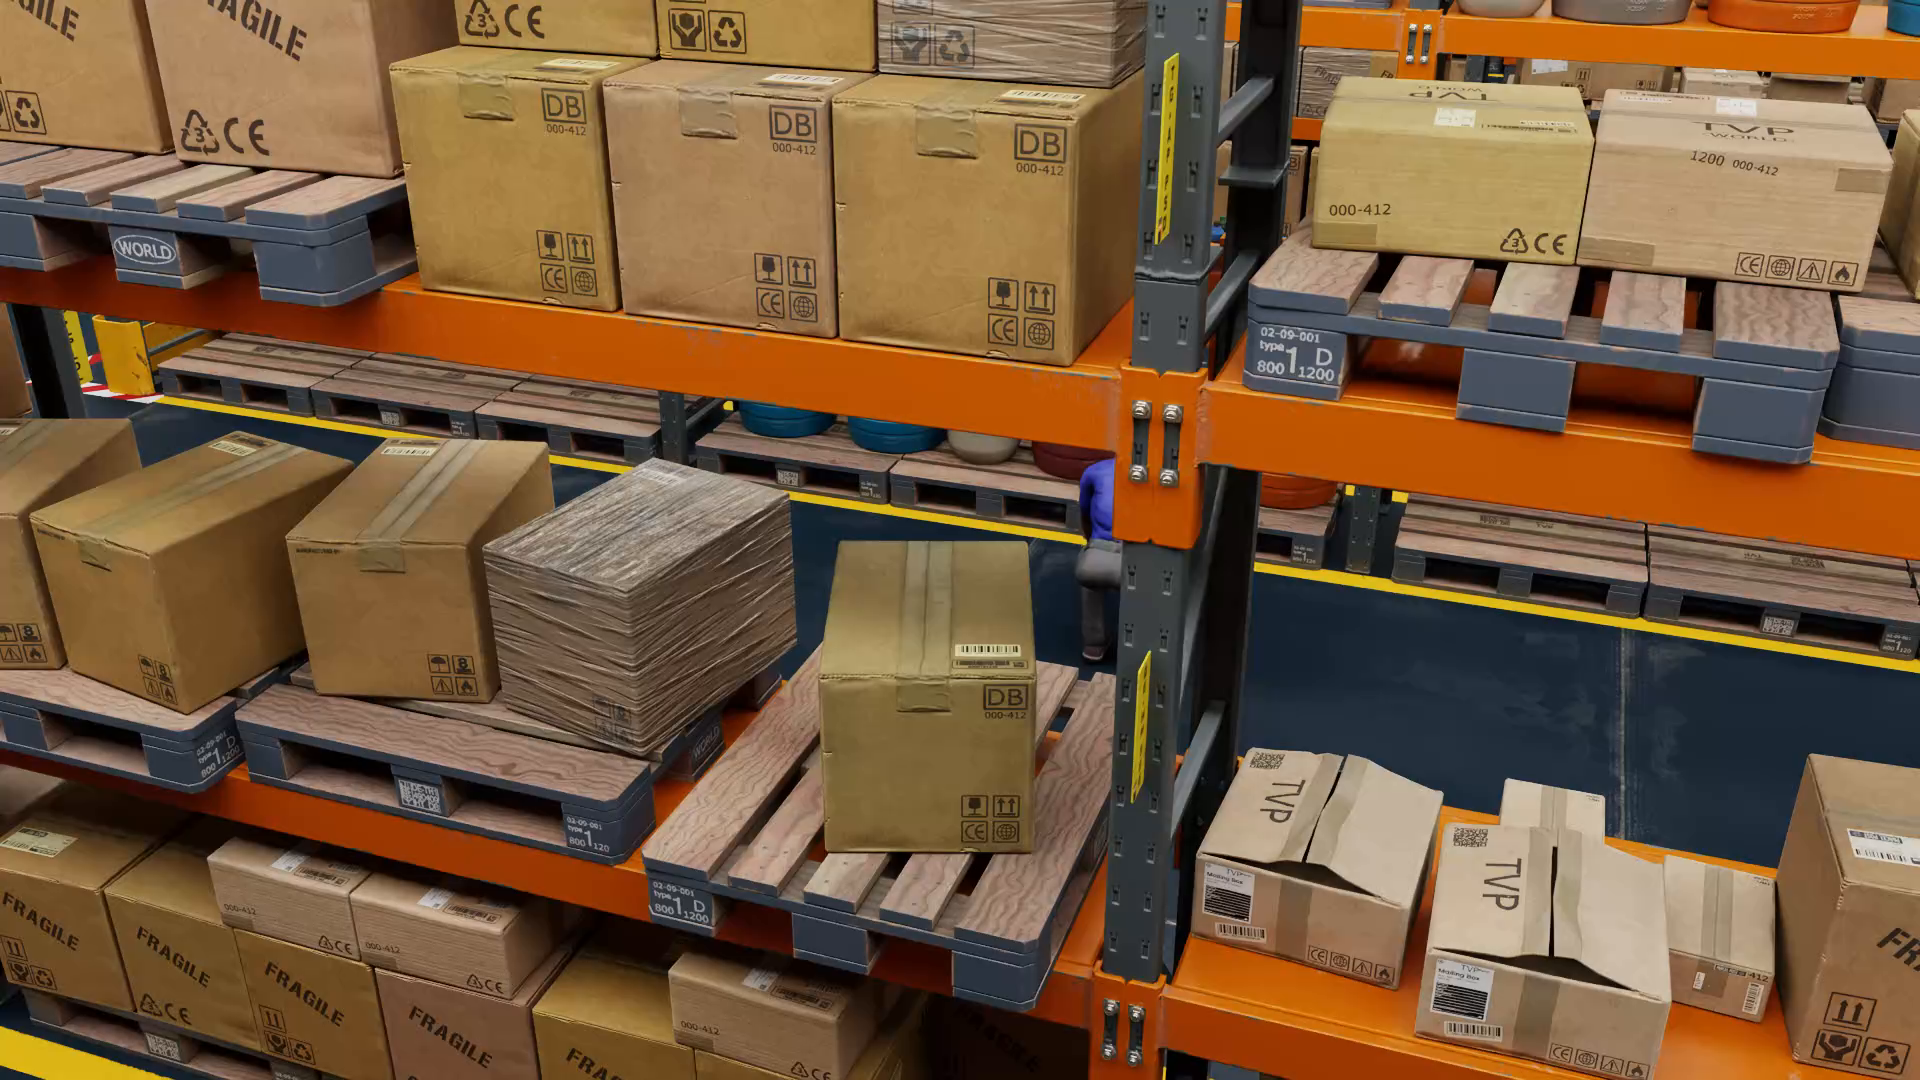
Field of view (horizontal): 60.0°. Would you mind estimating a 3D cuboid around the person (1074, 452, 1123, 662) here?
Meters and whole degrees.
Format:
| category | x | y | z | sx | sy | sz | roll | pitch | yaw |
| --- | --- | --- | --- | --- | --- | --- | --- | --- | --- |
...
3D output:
| category | x | y | z | sx | sy | sz | roll | pitch | yaw |
| --- | --- | --- | --- | --- | --- | --- | --- | --- | --- |
| person | 0.745 | 0.055 | 7.716 | 0.488 | 1.043 | 0.755 | 9 | 27 | 17 |
